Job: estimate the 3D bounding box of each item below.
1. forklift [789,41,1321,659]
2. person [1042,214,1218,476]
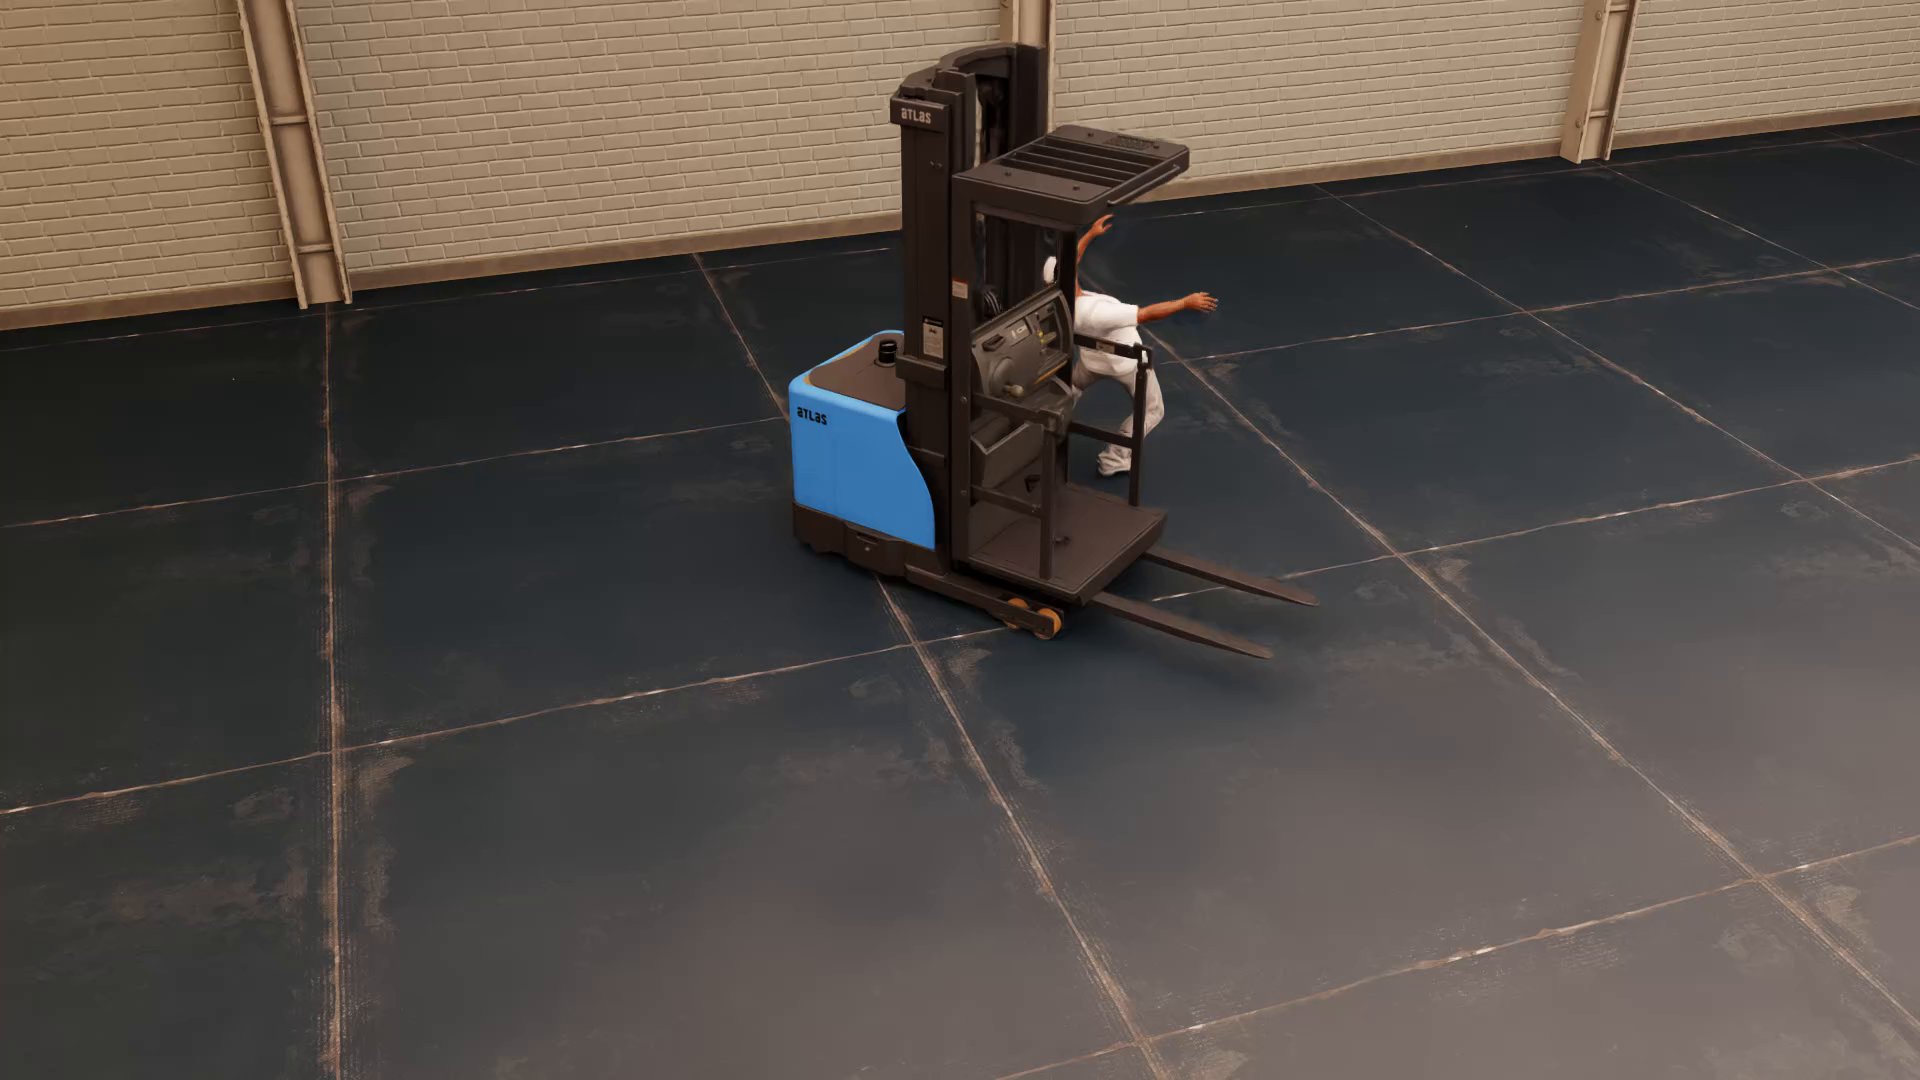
[{"bbox_3d":[0.515,-1.030,8.878,3.031,2.935,1.130,19,35,29],"label":"forklift"},{"bbox_3d":[1.000,-1.123,10.339,1.094,1.575,0.707,21,36,32],"label":"person"}]
